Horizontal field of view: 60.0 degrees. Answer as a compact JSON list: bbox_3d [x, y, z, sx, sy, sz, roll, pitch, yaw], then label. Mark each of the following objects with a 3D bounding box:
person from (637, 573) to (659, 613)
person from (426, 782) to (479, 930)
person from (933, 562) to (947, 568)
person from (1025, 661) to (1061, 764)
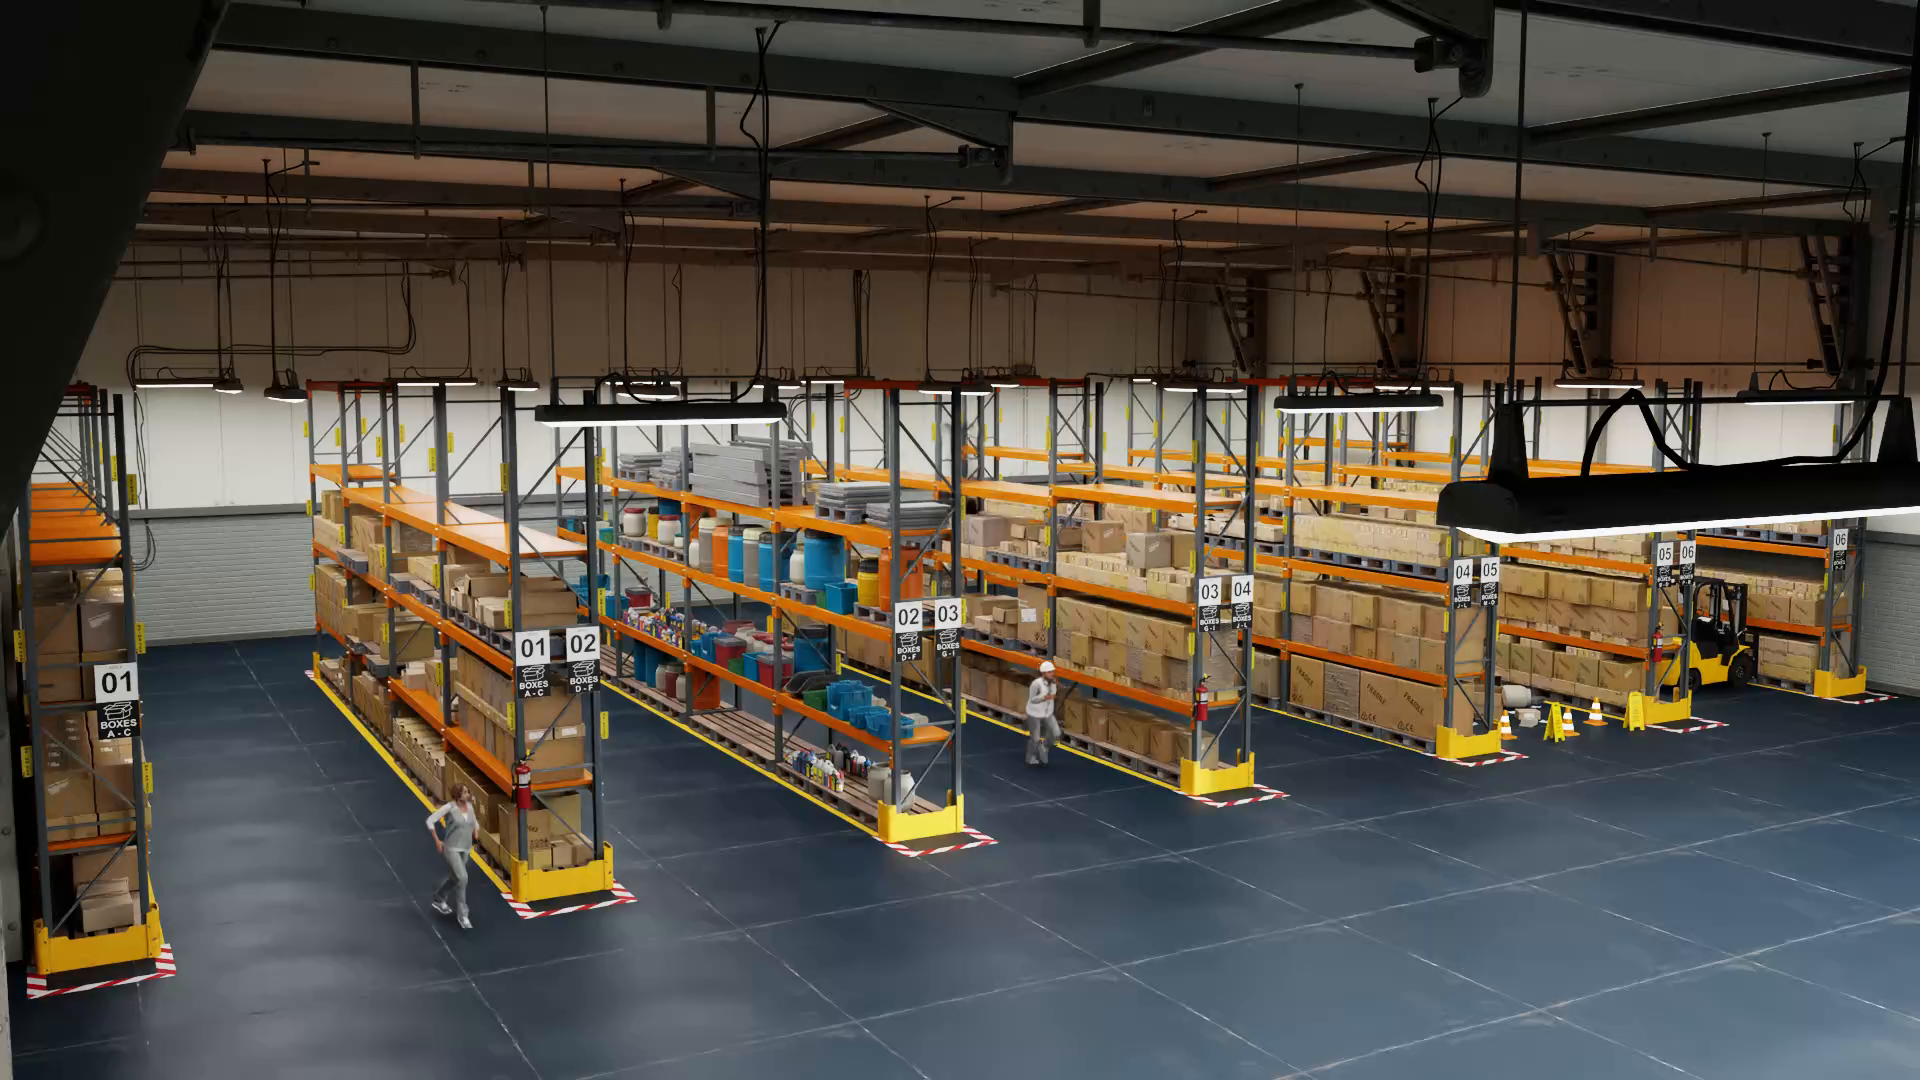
[{"bbox_3d":[-7.013,1.569,37.177,0.652,1.697,0.631,2,6,18],"label":"person"},{"bbox_3d":[-5.725,3.551,18.886,0.744,1.626,0.551,4,7,30],"label":"person"},{"bbox_3d":[-0.512,1.121,41.456,0.559,1.713,0.709,4,7,34],"label":"person"},{"bbox_3d":[1.293,2.709,25.919,0.636,1.696,0.855,-4,7,-31],"label":"person"}]
